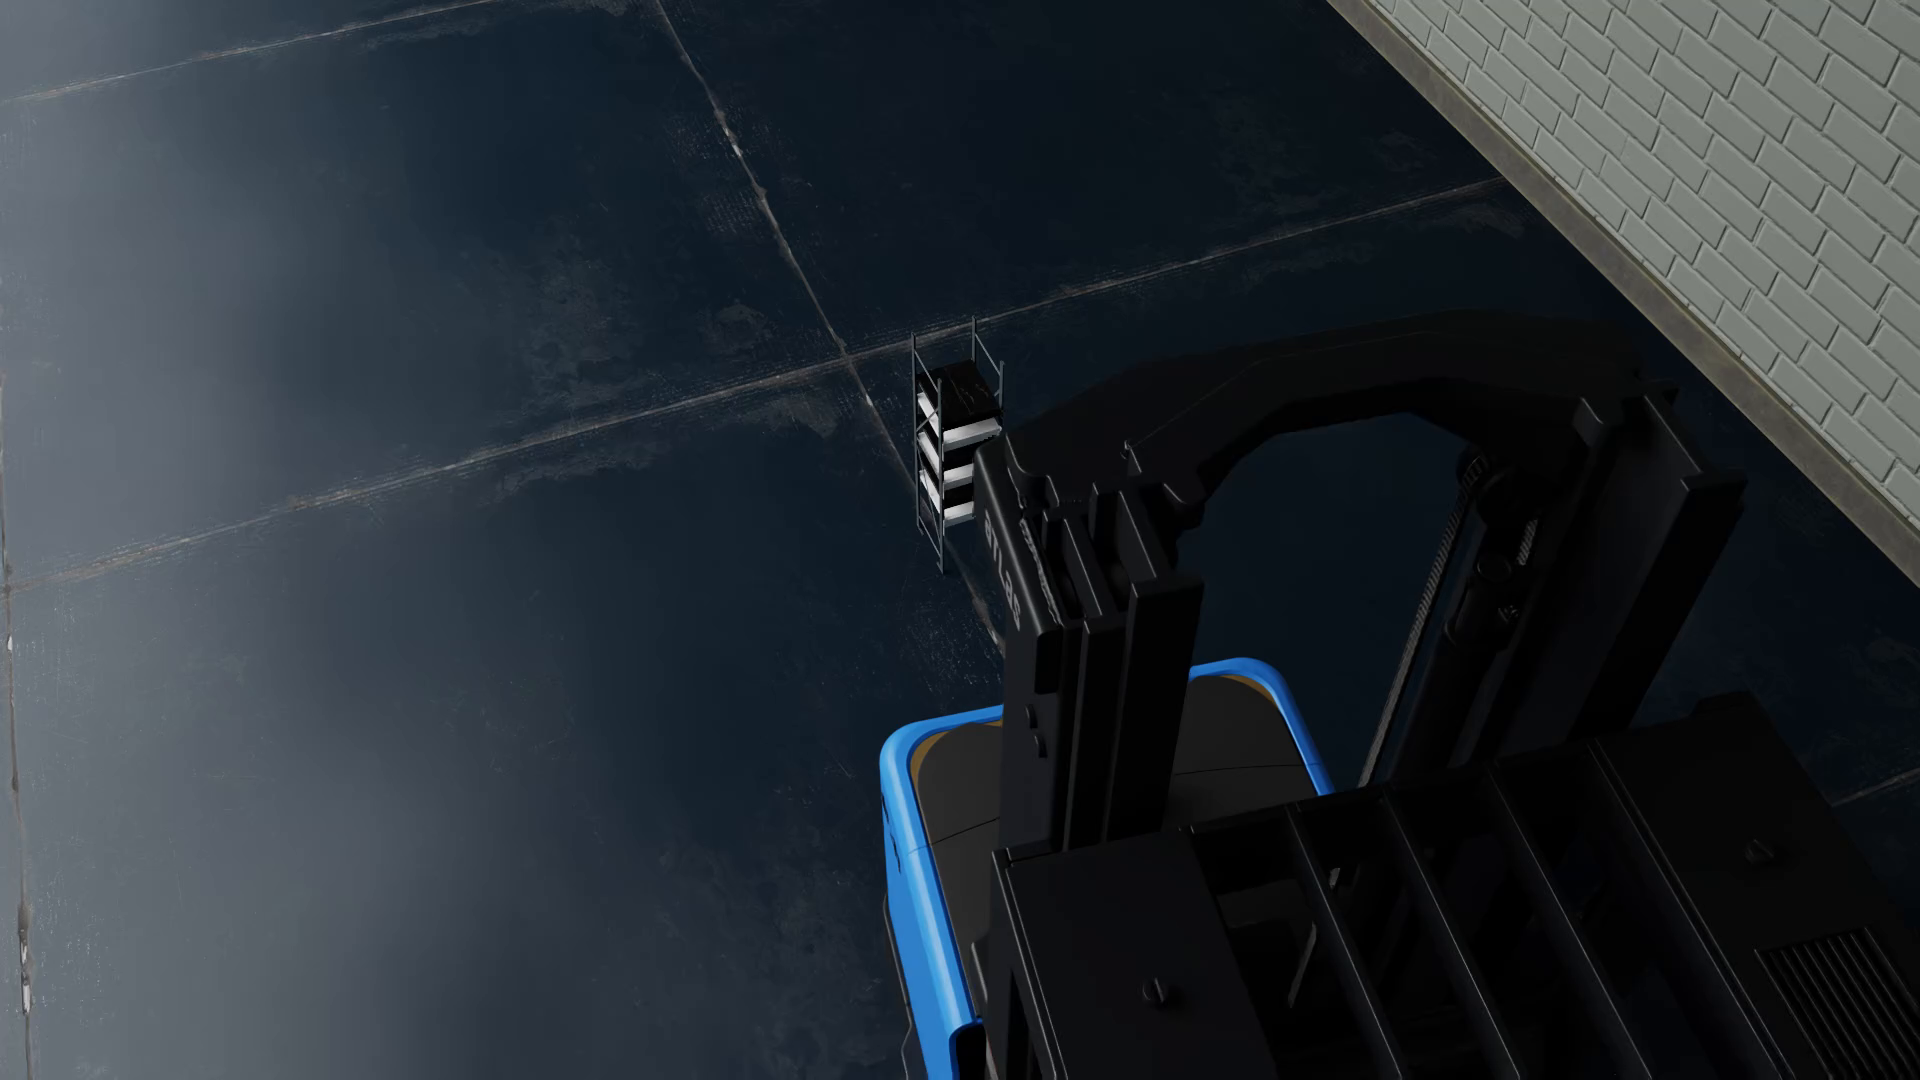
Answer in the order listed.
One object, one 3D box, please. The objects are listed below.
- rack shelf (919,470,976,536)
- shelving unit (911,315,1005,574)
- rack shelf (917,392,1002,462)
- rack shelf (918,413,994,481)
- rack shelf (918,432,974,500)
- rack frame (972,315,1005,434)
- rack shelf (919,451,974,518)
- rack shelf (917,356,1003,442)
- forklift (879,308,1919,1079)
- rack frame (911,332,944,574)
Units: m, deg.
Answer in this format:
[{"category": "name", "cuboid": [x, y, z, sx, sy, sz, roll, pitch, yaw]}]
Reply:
[{"category": "rack shelf", "cuboid": [-0.008, -0.152, 5.568, 0.200, 0.077, 0.258, -17, 52, -14]}, {"category": "shelving unit", "cuboid": [-0.008, -0.291, 5.407, 0.210, 0.900, 0.258, -17, 52, -14]}, {"category": "rack shelf", "cuboid": [-0.008, -0.386, 5.295, 0.200, 0.077, 0.258, -17, 52, -14]}, {"category": "rack shelf", "cuboid": [-0.008, -0.328, 5.364, 0.200, 0.077, 0.258, -17, 52, -14]}, {"category": "rack shelf", "cuboid": [-0.008, -0.269, 5.432, 0.200, 0.077, 0.258, -17, 52, -14]}, {"category": "rack frame", "cuboid": [0.087, -0.320, 5.432, 0.006, 0.900, 0.240, -17, 52, -14]}, {"category": "rack shelf", "cuboid": [-0.008, -0.211, 5.500, 0.200, 0.077, 0.258, -17, 52, -14]}, {"category": "rack shelf", "cuboid": [-0.008, -0.445, 5.227, 0.200, 0.077, 0.258, -17, 52, -14]}, {"category": "forklift", "cuboid": [0.638, 1.196, 2.791, 1.130, 2.935, 3.031, -10, 50, -9]}, {"category": "rack frame", "cuboid": [-0.102, -0.262, 5.382, 0.006, 0.900, 0.240, -17, 52, -14]}]
